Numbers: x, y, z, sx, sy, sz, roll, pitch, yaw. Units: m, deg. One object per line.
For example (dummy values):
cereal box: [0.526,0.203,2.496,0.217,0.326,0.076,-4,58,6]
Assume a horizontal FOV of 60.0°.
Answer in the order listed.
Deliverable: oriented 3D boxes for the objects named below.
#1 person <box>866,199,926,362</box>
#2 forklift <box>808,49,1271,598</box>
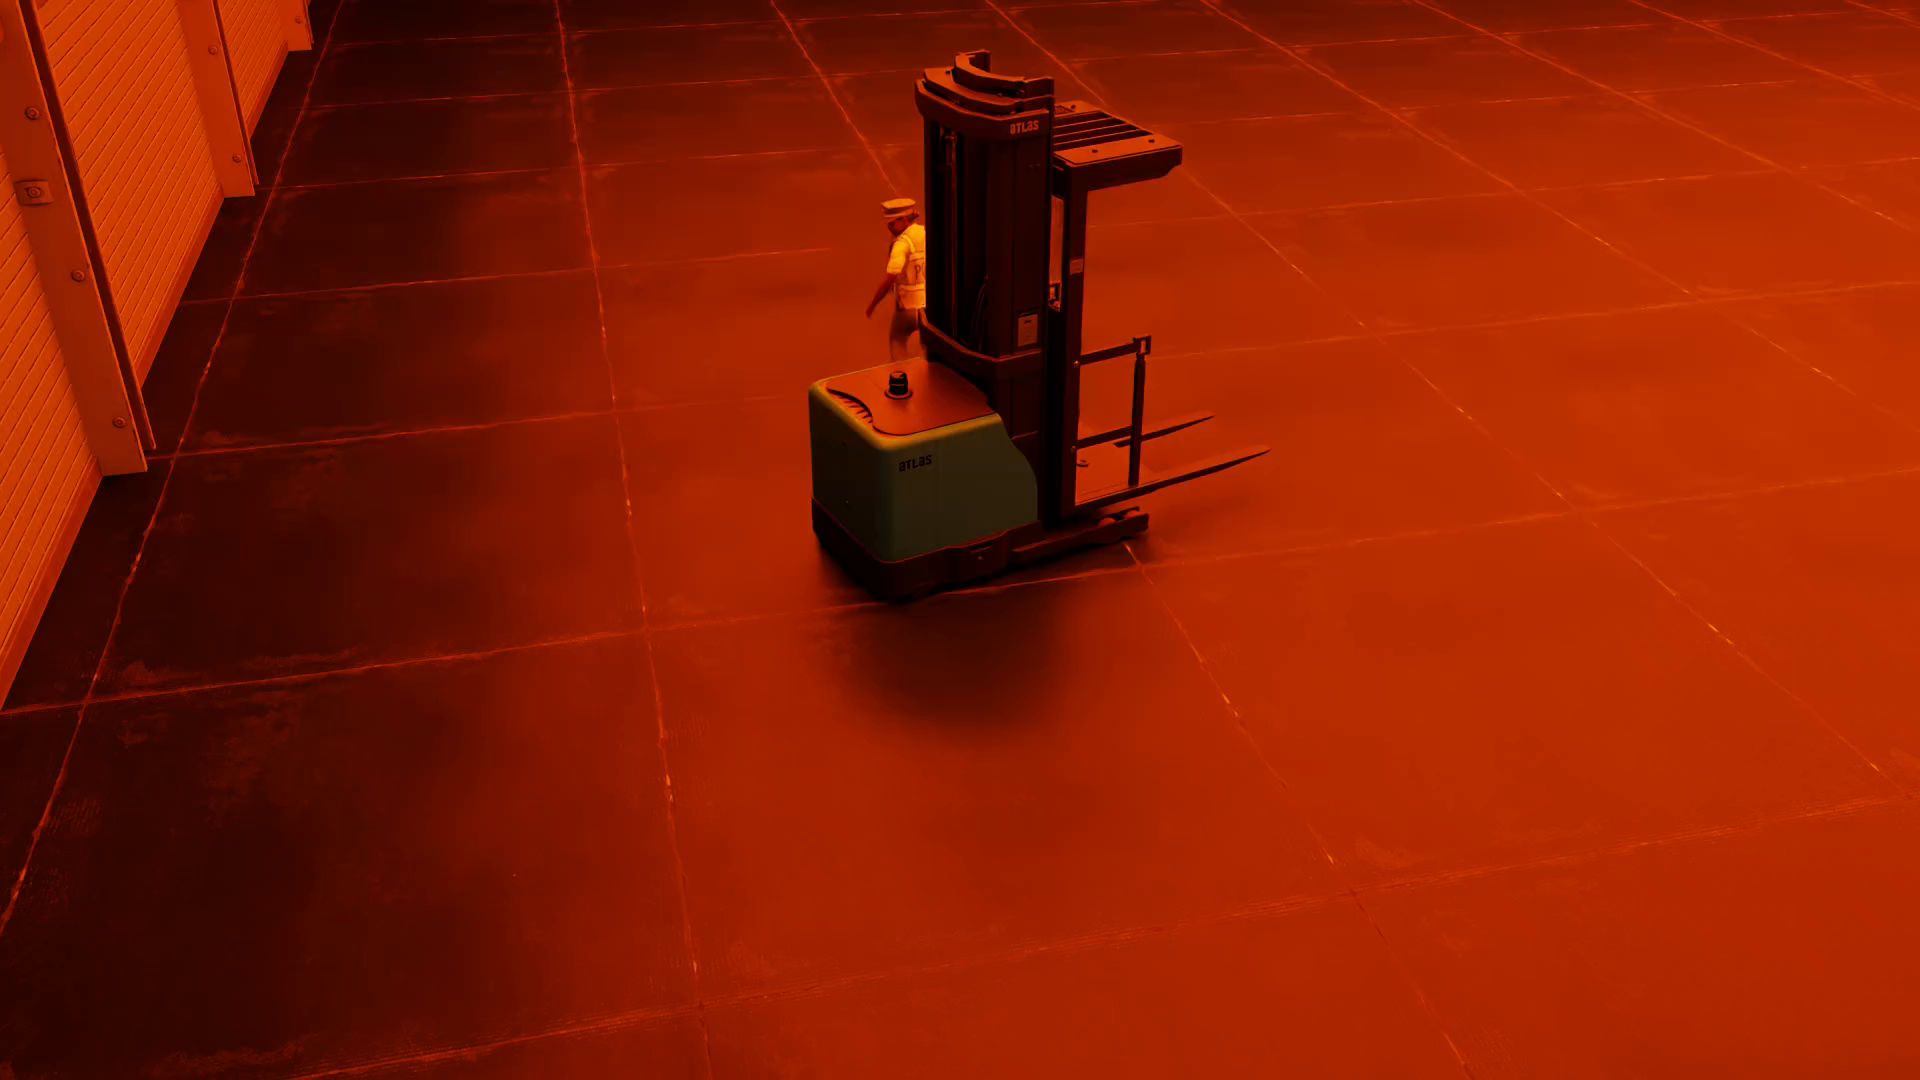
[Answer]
person: [-0.267,-1.728,12.055,0.833,1.477,0.573,-19,35,-29]
forklift: [0.606,-1.453,10.084,3.031,2.935,1.130,-16,34,-26]
